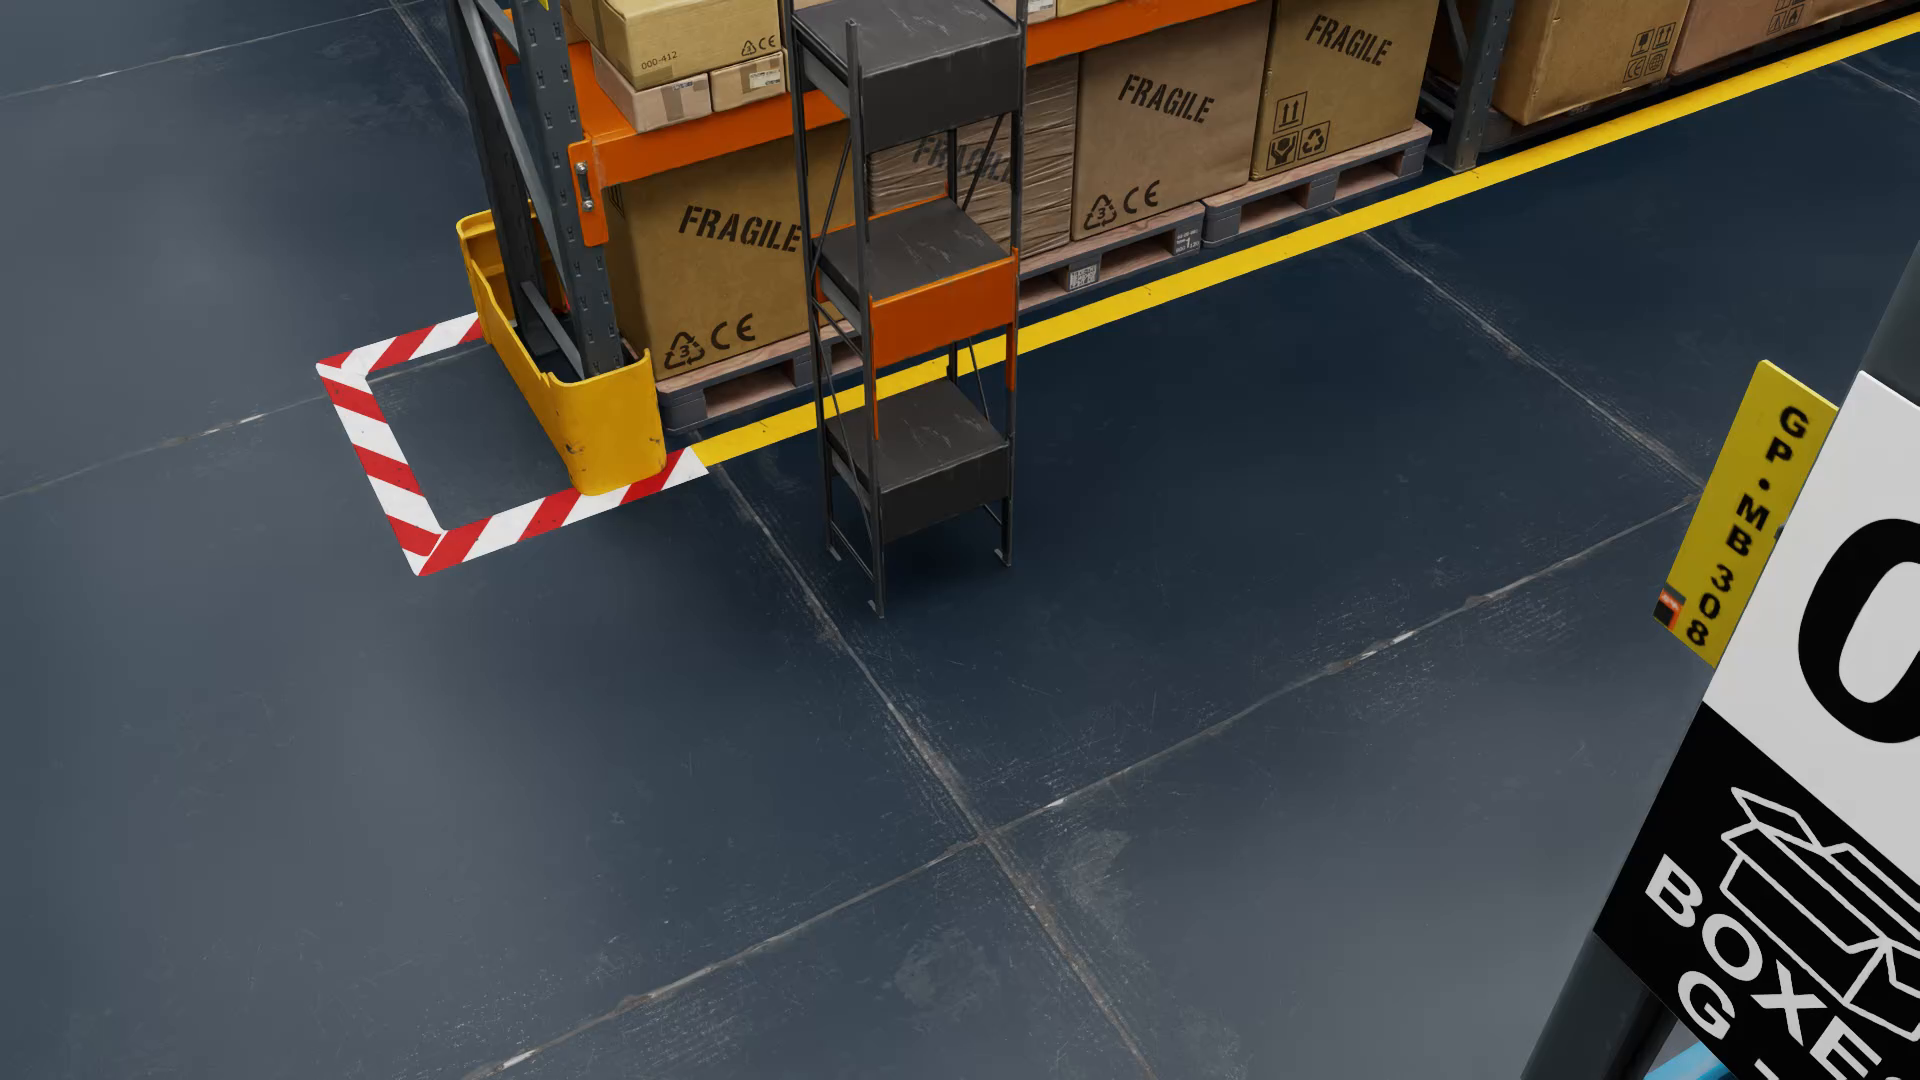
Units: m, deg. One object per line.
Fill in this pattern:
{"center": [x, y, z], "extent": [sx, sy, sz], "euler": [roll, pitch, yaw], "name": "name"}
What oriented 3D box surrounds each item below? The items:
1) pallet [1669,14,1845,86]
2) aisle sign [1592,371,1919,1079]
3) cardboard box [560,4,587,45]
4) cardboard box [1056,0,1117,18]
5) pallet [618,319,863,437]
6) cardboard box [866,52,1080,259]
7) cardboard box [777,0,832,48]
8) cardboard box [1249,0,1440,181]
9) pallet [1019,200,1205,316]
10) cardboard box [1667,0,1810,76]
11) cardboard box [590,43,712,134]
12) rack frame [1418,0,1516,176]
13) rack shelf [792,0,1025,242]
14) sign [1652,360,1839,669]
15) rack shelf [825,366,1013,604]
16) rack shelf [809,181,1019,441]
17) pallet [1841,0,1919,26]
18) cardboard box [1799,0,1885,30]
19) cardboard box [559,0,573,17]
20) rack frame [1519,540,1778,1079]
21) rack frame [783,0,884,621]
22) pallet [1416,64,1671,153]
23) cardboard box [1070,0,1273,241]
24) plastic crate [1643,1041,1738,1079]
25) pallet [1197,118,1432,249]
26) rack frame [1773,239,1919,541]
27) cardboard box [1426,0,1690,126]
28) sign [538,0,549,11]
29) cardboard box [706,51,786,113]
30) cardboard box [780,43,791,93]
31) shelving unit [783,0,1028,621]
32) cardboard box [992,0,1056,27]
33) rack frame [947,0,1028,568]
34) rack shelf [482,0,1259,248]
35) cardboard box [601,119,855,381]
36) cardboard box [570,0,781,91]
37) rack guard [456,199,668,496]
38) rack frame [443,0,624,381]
{"center": [3.702, -2.763, 8.445], "extent": [1.213, 0.211, 1.003], "euler": [-22, 48, -21], "name": "pallet"}
{"center": [0.802, 0.269, 1.452], "extent": [0.004, 0.787, 0.394], "euler": [-22, 48, -21], "name": "aisle sign"}
{"center": [-1.312, -1.869, 5.702], "extent": [0.250, 0.149, 0.380], "euler": [-21, 48, -20], "name": "cardboard box"}
{"center": [0.348, -2.005, 5.842], "extent": [0.250, 0.149, 0.380], "euler": [-23, 49, -22], "name": "cardboard box"}
{"center": [-0.803, -0.961, 6.588], "extent": [1.213, 0.211, 1.003], "euler": [-22, 48, -21], "name": "pallet"}
{"center": [-0.153, -1.611, 6.480], "extent": [0.875, 0.875, 0.875], "euler": [-22, 48, -21], "name": "cardboard box"}
{"center": [-0.459, -1.877, 5.425], "extent": [0.500, 0.250, 0.500], "euler": [-22, 48, -21], "name": "cardboard box"}
{"center": [1.399, -2.232, 7.120], "extent": [0.875, 0.875, 0.875], "euler": [-22, 48, -21], "name": "cardboard box"}
{"center": [0.254, -1.381, 7.021], "extent": [1.213, 0.211, 1.003], "euler": [-22, 48, -21], "name": "pallet"}
{"center": [3.331, -2.957, 7.867], "extent": [0.875, 0.875, 1.225], "euler": [-23, 49, -22], "name": "cardboard box"}
{"center": [-0.985, -1.470, 5.292], "extent": [0.250, 0.149, 0.380], "euler": [-21, 48, -21], "name": "cardboard box"}
{"center": [2.011, -3.024, 6.713], "extent": [0.127, 3.000, 1.000], "euler": [-22, 48, -21], "name": "rack frame"}
{"center": [-0.144, -1.189, 4.482], "extent": [0.480, 0.518, 0.431], "euler": [-22, 48, -21], "name": "rack shelf"}
{"center": [0.722, -0.011, 1.529], "extent": [0.005, 0.325, 0.100], "euler": [-22, 48, -21], "name": "sign"}
{"center": [-0.144, -0.184, 5.457], "extent": [0.480, 0.518, 0.431], "euler": [-22, 48, -21], "name": "rack shelf"}
{"center": [-0.144, -0.686, 4.969], "extent": [0.480, 0.518, 0.431], "euler": [-22, 48, -21], "name": "rack shelf"}
{"center": [4.759, -3.183, 8.879], "extent": [1.213, 0.211, 1.003], "euler": [-22, 48, -21], "name": "pallet"}
{"center": [4.094, -3.269, 8.189], "extent": [0.875, 0.875, 1.225], "euler": [-22, 48, -21], "name": "cardboard box"}
{"center": [-1.169, -2.018, 5.570], "extent": [0.500, 0.250, 0.500], "euler": [-23, 48, -22], "name": "cardboard box"}
{"center": [1.011, 1.354, 2.201], "extent": [0.127, 3.000, 1.000], "euler": [-22, 48, -21], "name": "rack frame"}
{"center": [-0.355, -0.611, 4.872], "extent": [0.015, 2.100, 0.400], "euler": [-22, 48, -21], "name": "rack frame"}
{"center": [2.643, -2.337, 8.006], "extent": [1.213, 0.211, 1.003], "euler": [-22, 48, -21], "name": "pallet"}
{"center": [0.619, -1.920, 6.798], "extent": [0.875, 0.875, 0.875], "euler": [-22, 48, -21], "name": "cardboard box"}
{"center": [1.208, 1.091, 2.403], "extent": [0.499, 0.435, 0.616], "euler": [-22, 48, -21], "name": "plastic crate"}
{"center": [1.313, -1.807, 7.461], "extent": [1.213, 0.211, 1.003], "euler": [-22, 48, -21], "name": "pallet"}
{"center": [1.011, -0.799, 0.111], "extent": [0.127, 3.000, 1.000], "euler": [-22, 48, -21], "name": "rack frame"}
{"center": [2.556, -2.647, 7.548], "extent": [0.875, 0.875, 1.225], "euler": [-22, 48, -21], "name": "cardboard box"}
{"center": [-1.186, -1.638, 4.606], "extent": [0.005, 0.325, 0.100], "euler": [-22, 48, -21], "name": "sign"}
{"center": [-0.763, -1.560, 5.384], "extent": [0.250, 0.149, 0.380], "euler": [-22, 48, -22], "name": "cardboard box"}
{"center": [-0.541, -1.649, 5.476], "extent": [0.250, 0.149, 0.380], "euler": [-23, 49, -22], "name": "cardboard box"}
{"center": [-0.144, -0.696, 4.960], "extent": [0.503, 2.100, 0.431], "euler": [-22, 48, -21], "name": "shelving unit"}
{"center": [0.129, -1.918, 5.753], "extent": [0.250, 0.149, 0.380], "euler": [-22, 48, -21], "name": "cardboard box"}
{"center": [0.068, -0.781, 5.047], "extent": [0.015, 2.100, 0.400], "euler": [-22, 48, -21], "name": "rack frame"}
{"center": [0.277, -2.072, 6.248], "extent": [4.000, 0.370, 1.077], "euler": [-22, 48, -21], "name": "rack shelf"}
{"center": [-0.942, -1.295, 6.155], "extent": [0.875, 0.875, 0.875], "euler": [-22, 48, -21], "name": "cardboard box"}
{"center": [-0.906, -1.693, 5.235], "extent": [0.500, 0.250, 0.500], "euler": [-23, 49, -22], "name": "cardboard box"}
{"center": [-1.478, -0.731, 6.144], "extent": [0.348, 0.500, 1.175], "euler": [-22, 48, -21], "name": "rack guard"}
{"center": [-1.457, -1.637, 5.283], "extent": [0.127, 3.000, 1.000], "euler": [-22, 48, -21], "name": "rack frame"}
